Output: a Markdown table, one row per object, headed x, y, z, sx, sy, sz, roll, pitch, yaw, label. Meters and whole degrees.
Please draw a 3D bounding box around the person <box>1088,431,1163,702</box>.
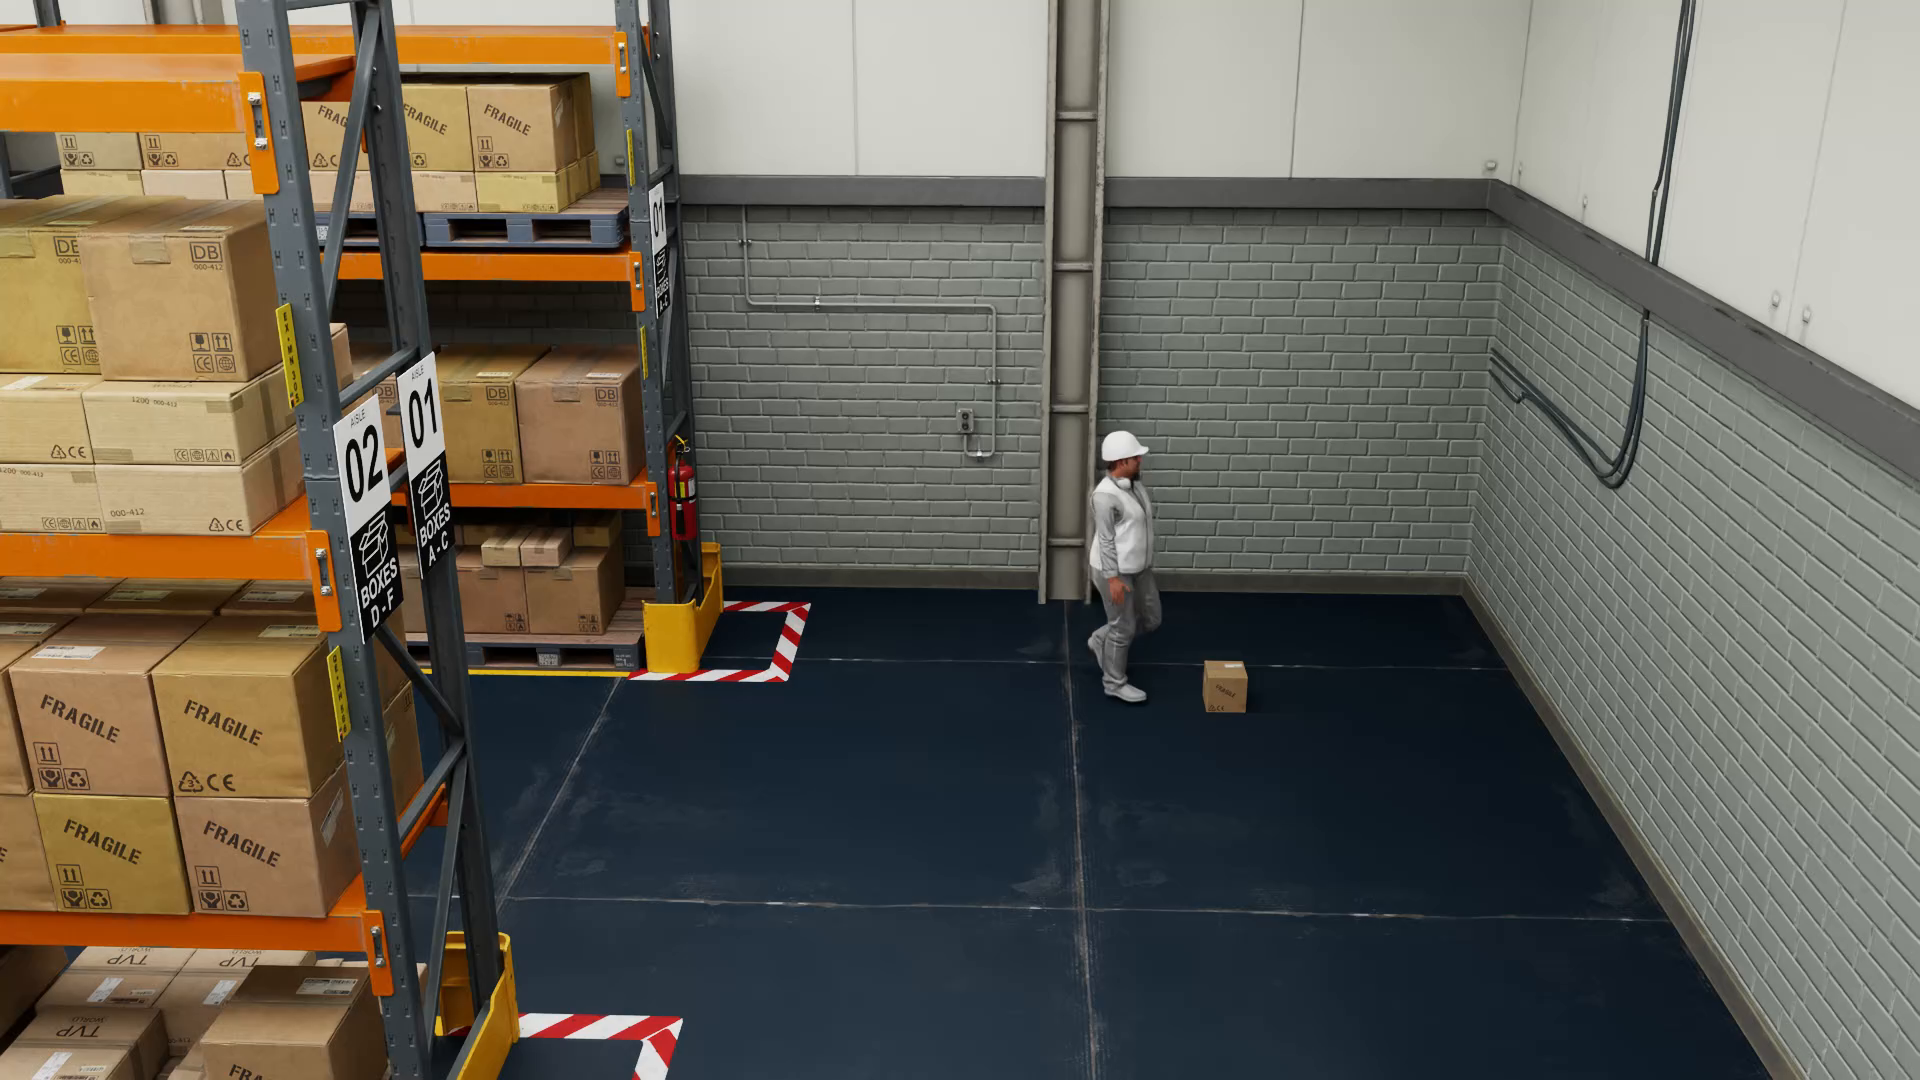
| x | y | z | sx | sy | sz | roll | pitch | yaw | label |
| --- | --- | --- | --- | --- | --- | --- | --- | --- | --- |
| 1.029 | 0.158 | 10.580 | 0.491 | 1.764 | 0.552 | 12 | 24 | 30 | person |
